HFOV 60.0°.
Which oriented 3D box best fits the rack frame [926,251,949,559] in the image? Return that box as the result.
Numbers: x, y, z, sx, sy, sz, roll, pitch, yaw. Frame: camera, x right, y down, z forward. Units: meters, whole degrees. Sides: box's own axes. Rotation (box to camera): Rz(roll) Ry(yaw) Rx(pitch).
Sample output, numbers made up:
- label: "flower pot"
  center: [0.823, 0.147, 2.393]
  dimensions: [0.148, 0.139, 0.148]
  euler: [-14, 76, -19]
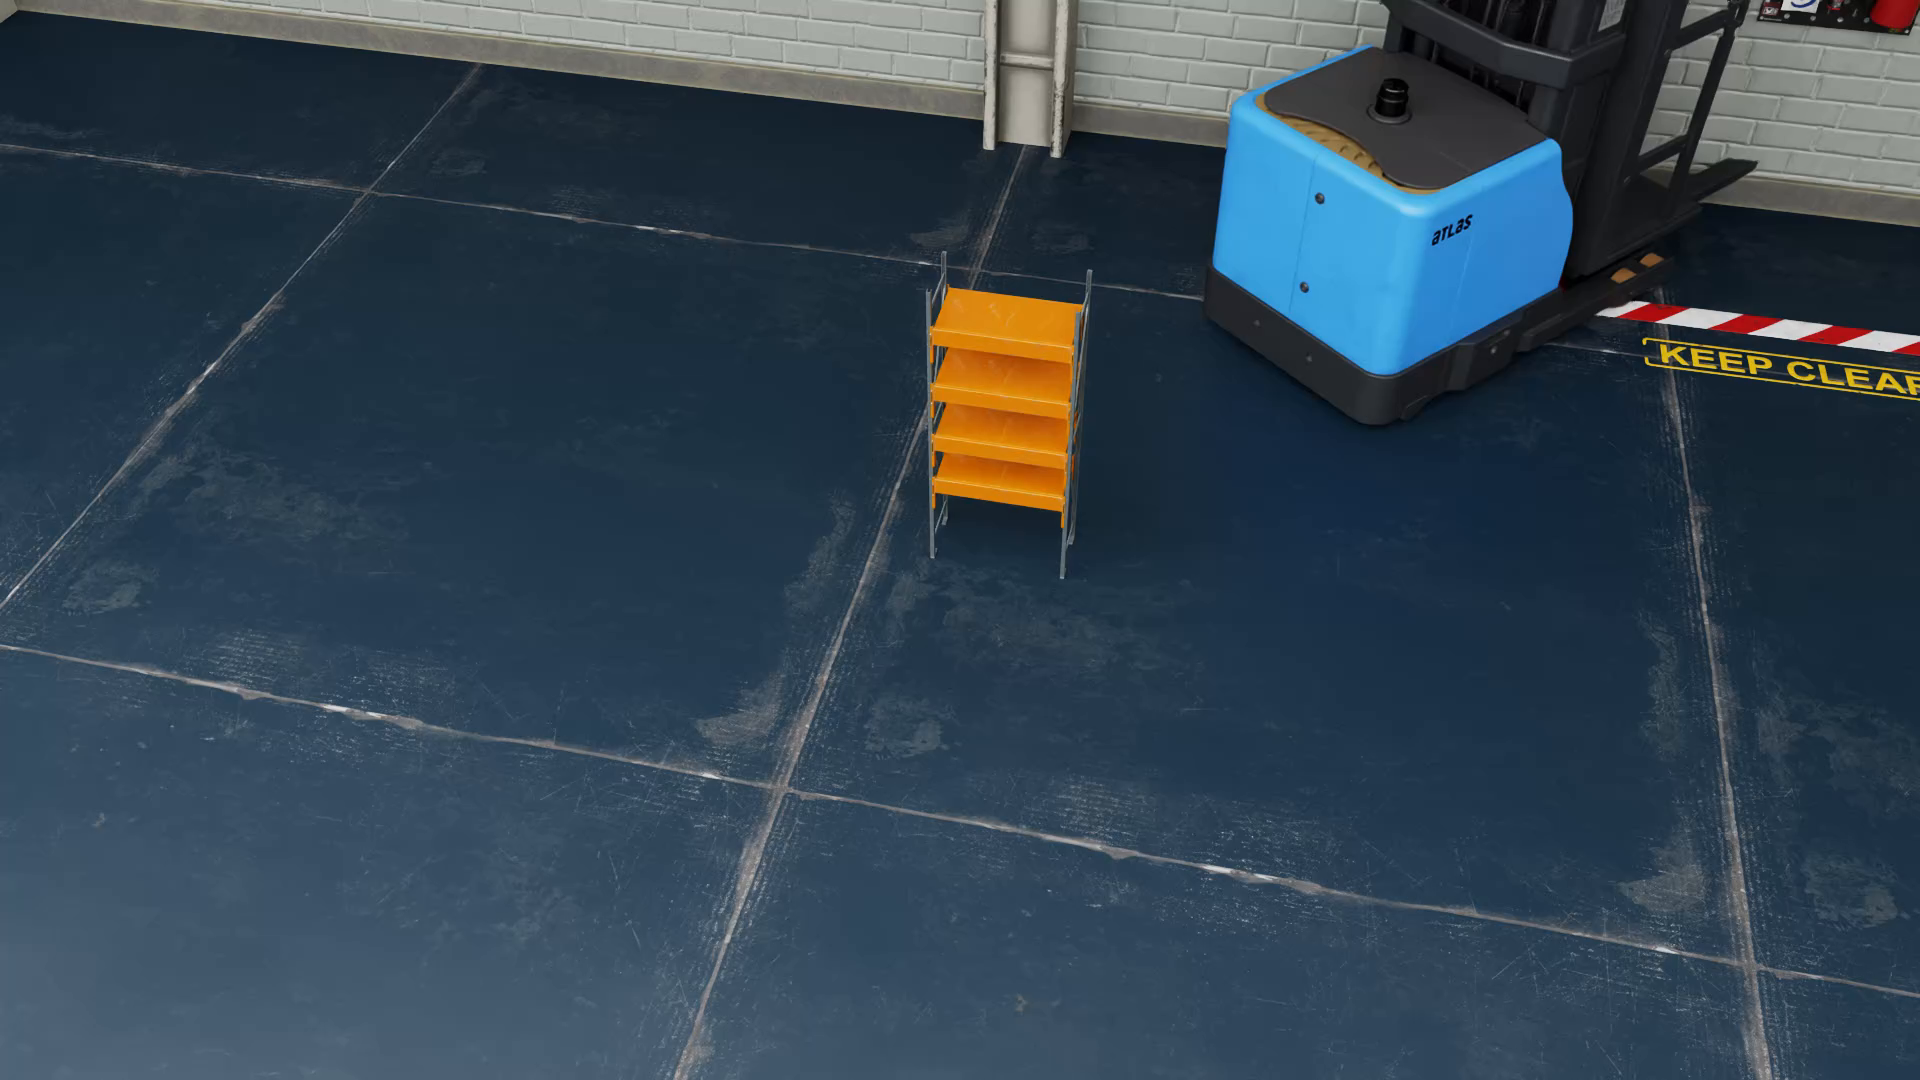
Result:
- label: "rack frame"
  center: [-0.077, -0.444, 5.846]
  dimensions: [0.015, 1.200, 0.240]
  euler: [9, 45, 9]

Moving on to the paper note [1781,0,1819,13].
- label: "paper note"
  center: [3.635, -2.349, 7.163]
  dimensions: [0.142, 0.148, 0.016]
  euler: [9, 45, 9]

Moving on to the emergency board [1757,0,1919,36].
- label: "emergency board"
  center: [3.793, -2.593, 6.781]
  dimensions: [0.643, 1.169, 0.194]
  euler: [9, 45, 9]

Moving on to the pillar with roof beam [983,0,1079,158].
- label: "pillar with roof beam"
  center: [-0.599, -2.350, 2.202]
  dimensions: [0.400, 9.000, 9.100]
  euler: [9, 45, 9]

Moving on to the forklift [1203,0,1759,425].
- label: "forklift"
  center: [2.535, -2.350, 6.578]
  dimensions: [3.031, 2.935, 1.130]
  euler: [-27, 50, -25]

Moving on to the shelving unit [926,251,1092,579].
- label: "shelving unit"
  center: [0.162, -0.407, 5.808]
  dimensions: [0.503, 1.200, 0.258]
  euler: [9, 45, 9]

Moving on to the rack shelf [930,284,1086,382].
- label: "rack shelf"
  center: [0.162, -0.690, 5.535]
  dimensions: [0.480, 0.148, 0.258]
  euler: [9, 45, 9]

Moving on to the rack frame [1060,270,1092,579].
- label: "rack frame"
  center: [0.400, -0.370, 5.769]
  dimensions: [0.015, 1.200, 0.240]
  euler: [9, 45, 9]

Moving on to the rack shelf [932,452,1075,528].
- label: "rack shelf"
  center: [0.162, -0.216, 5.992]
  dimensions: [0.480, 0.148, 0.258]
  euler: [9, 45, 9]

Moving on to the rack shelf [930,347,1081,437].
- label: "rack shelf"
  center: [0.162, -0.520, 5.699]
  dimensions: [0.480, 0.148, 0.258]
  euler: [9, 45, 9]

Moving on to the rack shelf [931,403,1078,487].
- label: "rack shelf"
  center: [0.162, -0.359, 5.855]
  dimensions: [0.480, 0.148, 0.258]
  euler: [9, 45, 9]
